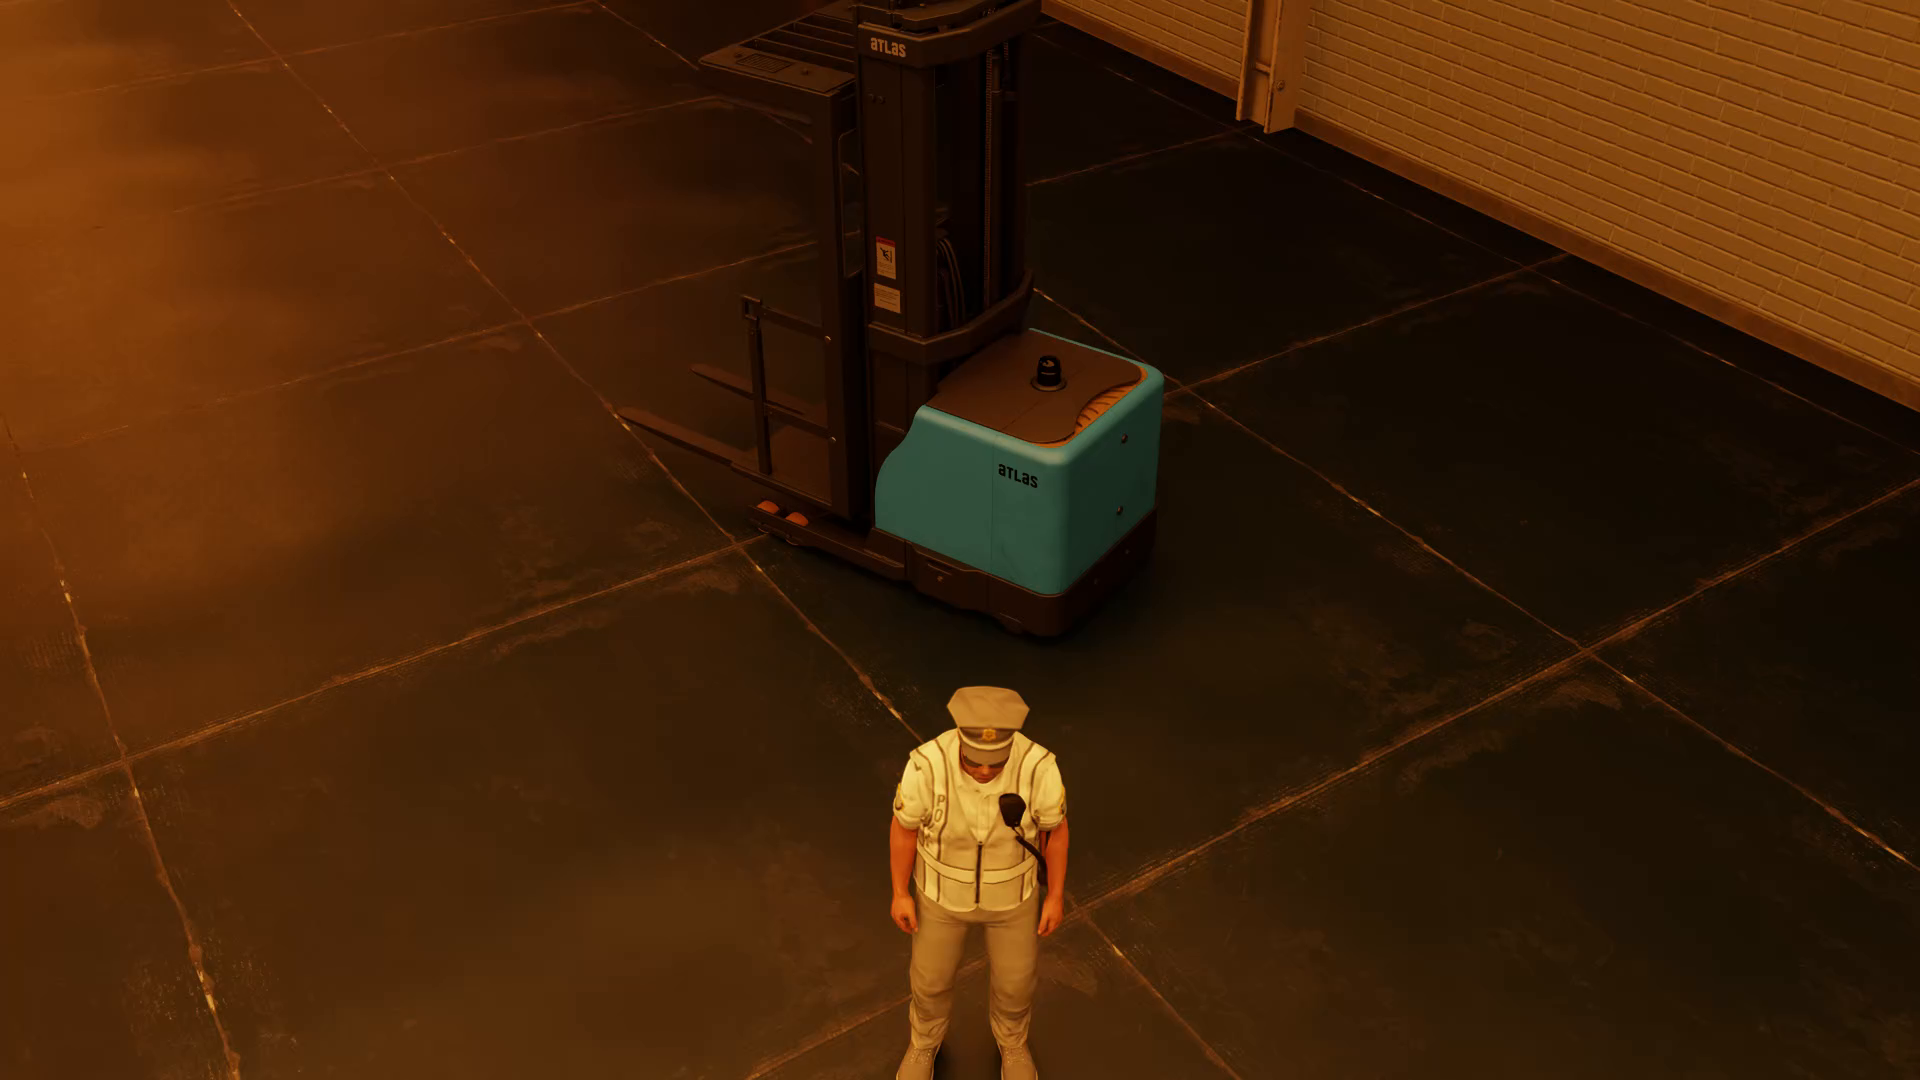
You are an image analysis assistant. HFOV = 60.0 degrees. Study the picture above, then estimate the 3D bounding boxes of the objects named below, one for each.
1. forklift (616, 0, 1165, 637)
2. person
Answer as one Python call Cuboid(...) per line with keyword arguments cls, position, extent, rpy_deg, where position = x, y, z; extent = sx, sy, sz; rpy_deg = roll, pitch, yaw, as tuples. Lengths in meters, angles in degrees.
Cuboid(cls="forklift", position=(-0.500, -1.399, 8.138), extent=(3.031, 2.935, 1.130), rpy_deg=(22, 41, 28))
Cuboid(cls="person", position=(0.062, 1.152, 5.535), extent=(0.585, 1.749, 0.435), rpy_deg=(0, 35, 1))
